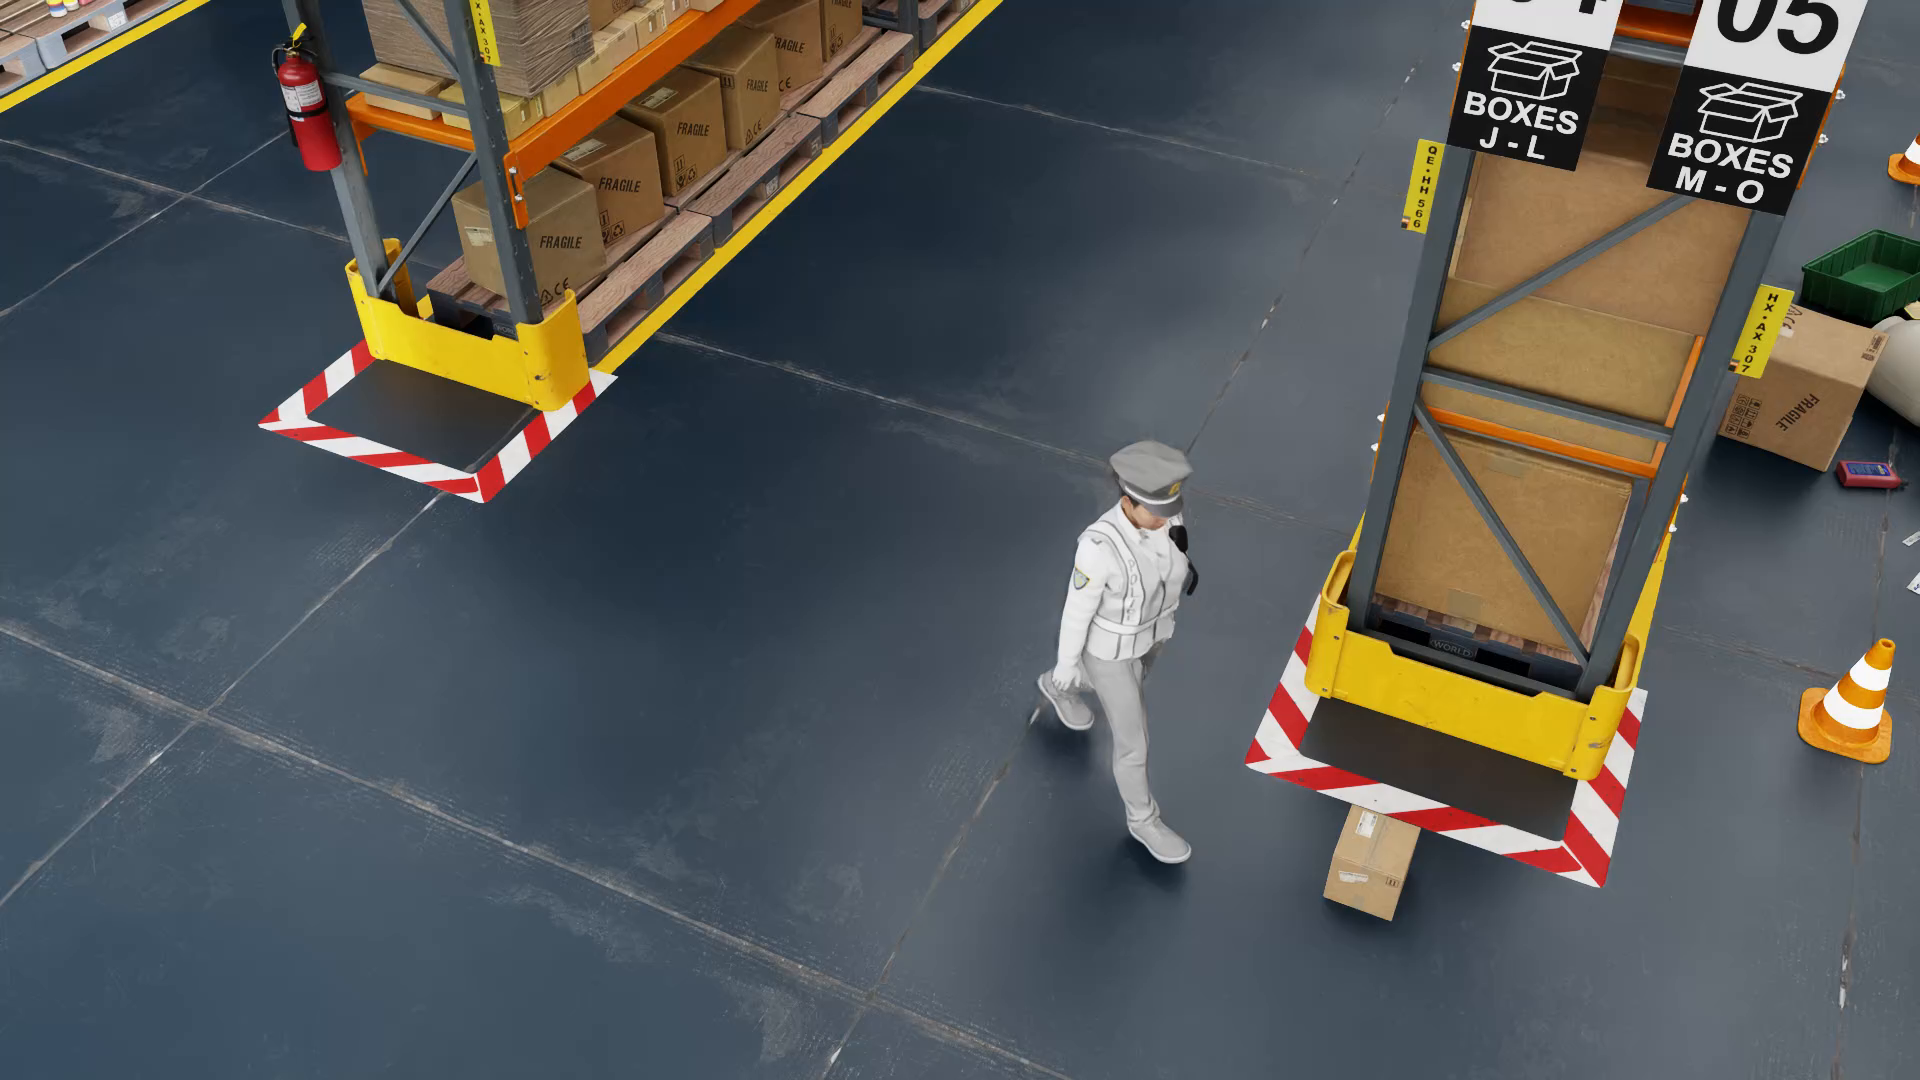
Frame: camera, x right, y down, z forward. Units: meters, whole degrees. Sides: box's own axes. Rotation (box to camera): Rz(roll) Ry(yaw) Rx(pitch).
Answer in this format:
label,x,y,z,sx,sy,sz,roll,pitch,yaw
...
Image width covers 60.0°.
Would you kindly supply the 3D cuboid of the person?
label,x,y,z,sx,sy,sz,roll,pitch,yaw
person,0.570,0.324,5.803,0.934,1.634,0.528,33,52,31
